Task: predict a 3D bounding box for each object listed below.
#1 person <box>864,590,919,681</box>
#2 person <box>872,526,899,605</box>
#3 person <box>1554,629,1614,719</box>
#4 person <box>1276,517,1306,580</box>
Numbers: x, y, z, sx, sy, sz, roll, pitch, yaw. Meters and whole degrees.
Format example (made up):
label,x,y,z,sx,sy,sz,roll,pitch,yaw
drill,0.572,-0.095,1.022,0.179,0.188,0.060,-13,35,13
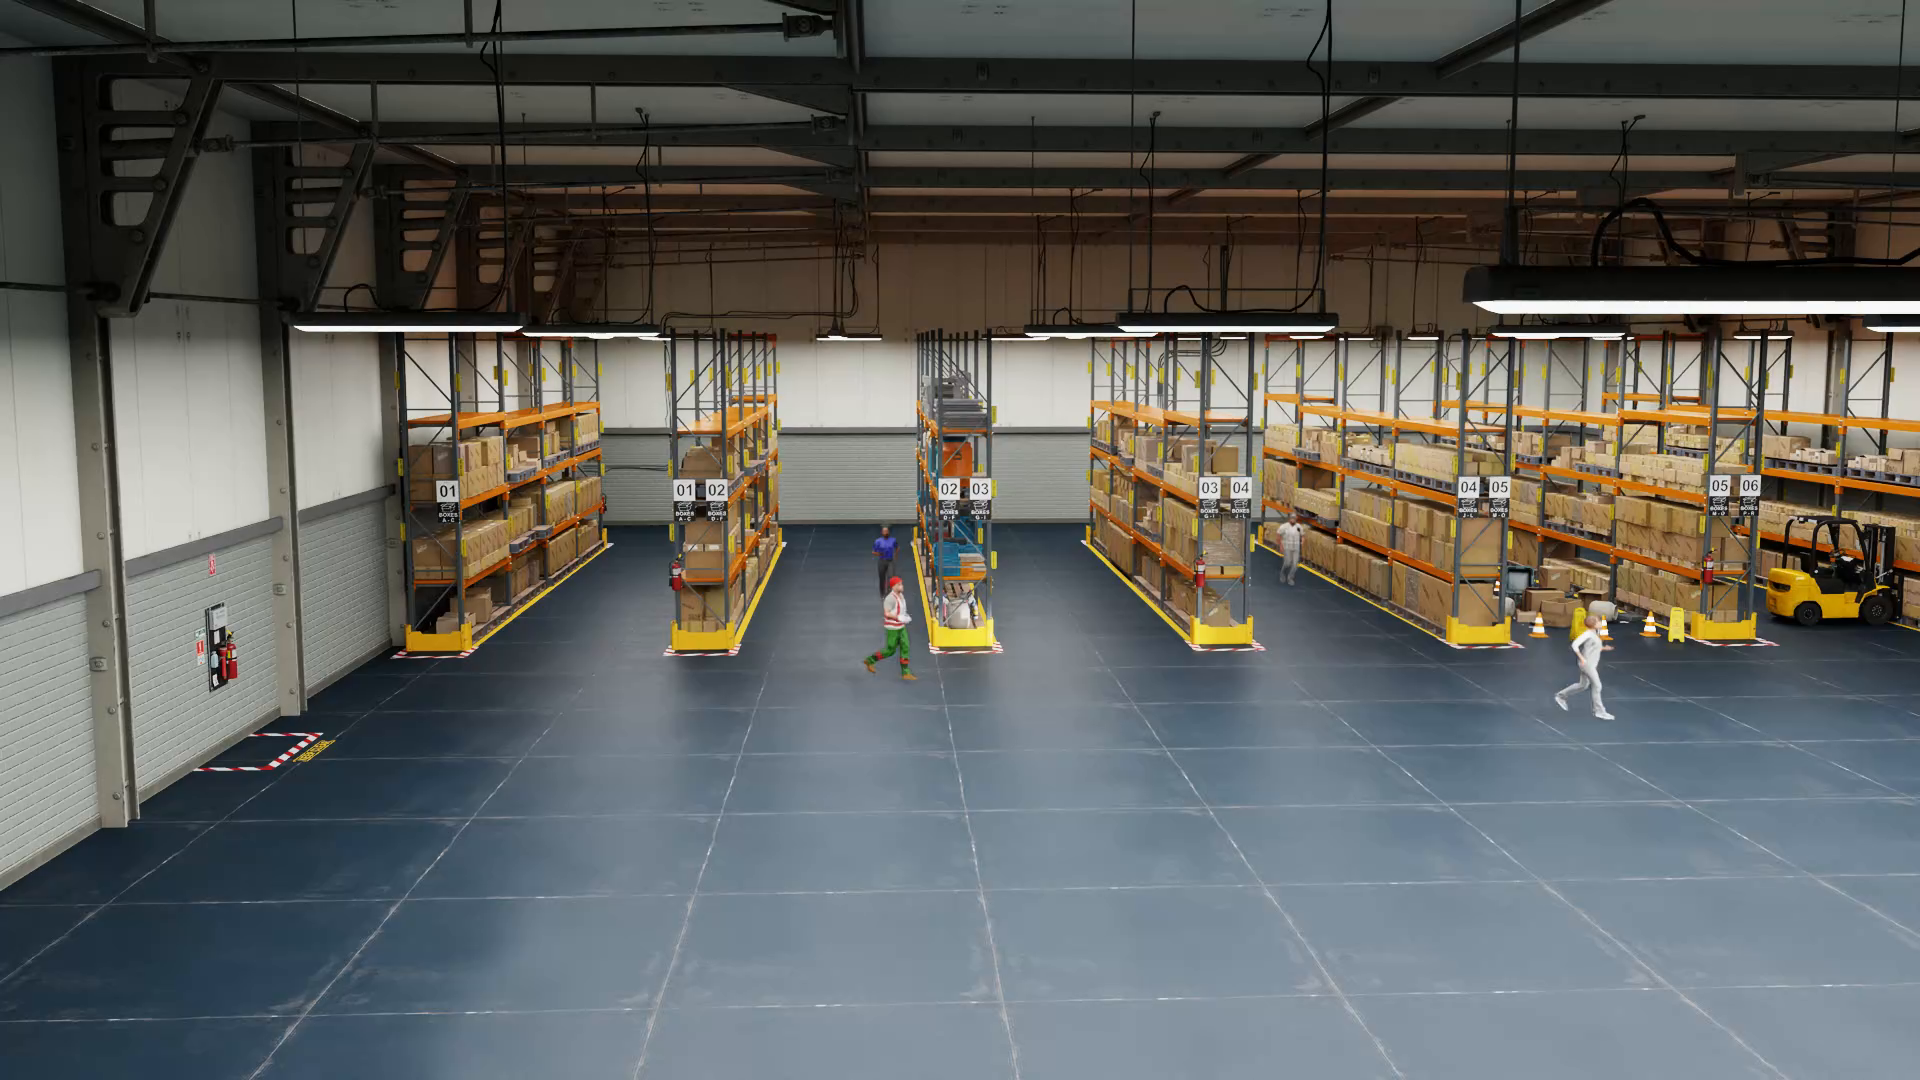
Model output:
label,x,y,z,sx,sy,sz,roll,pitch,yaw
person,-1.131,1.616,28.425,0.951,1.555,0.523,3,7,23
person,-1.544,0.559,34.742,0.576,1.680,0.888,-1,7,-7
person,9.560,2.030,25.412,0.884,1.366,0.348,3,8,26
person,7.910,0.183,39.554,0.675,1.604,0.546,-1,7,-6
